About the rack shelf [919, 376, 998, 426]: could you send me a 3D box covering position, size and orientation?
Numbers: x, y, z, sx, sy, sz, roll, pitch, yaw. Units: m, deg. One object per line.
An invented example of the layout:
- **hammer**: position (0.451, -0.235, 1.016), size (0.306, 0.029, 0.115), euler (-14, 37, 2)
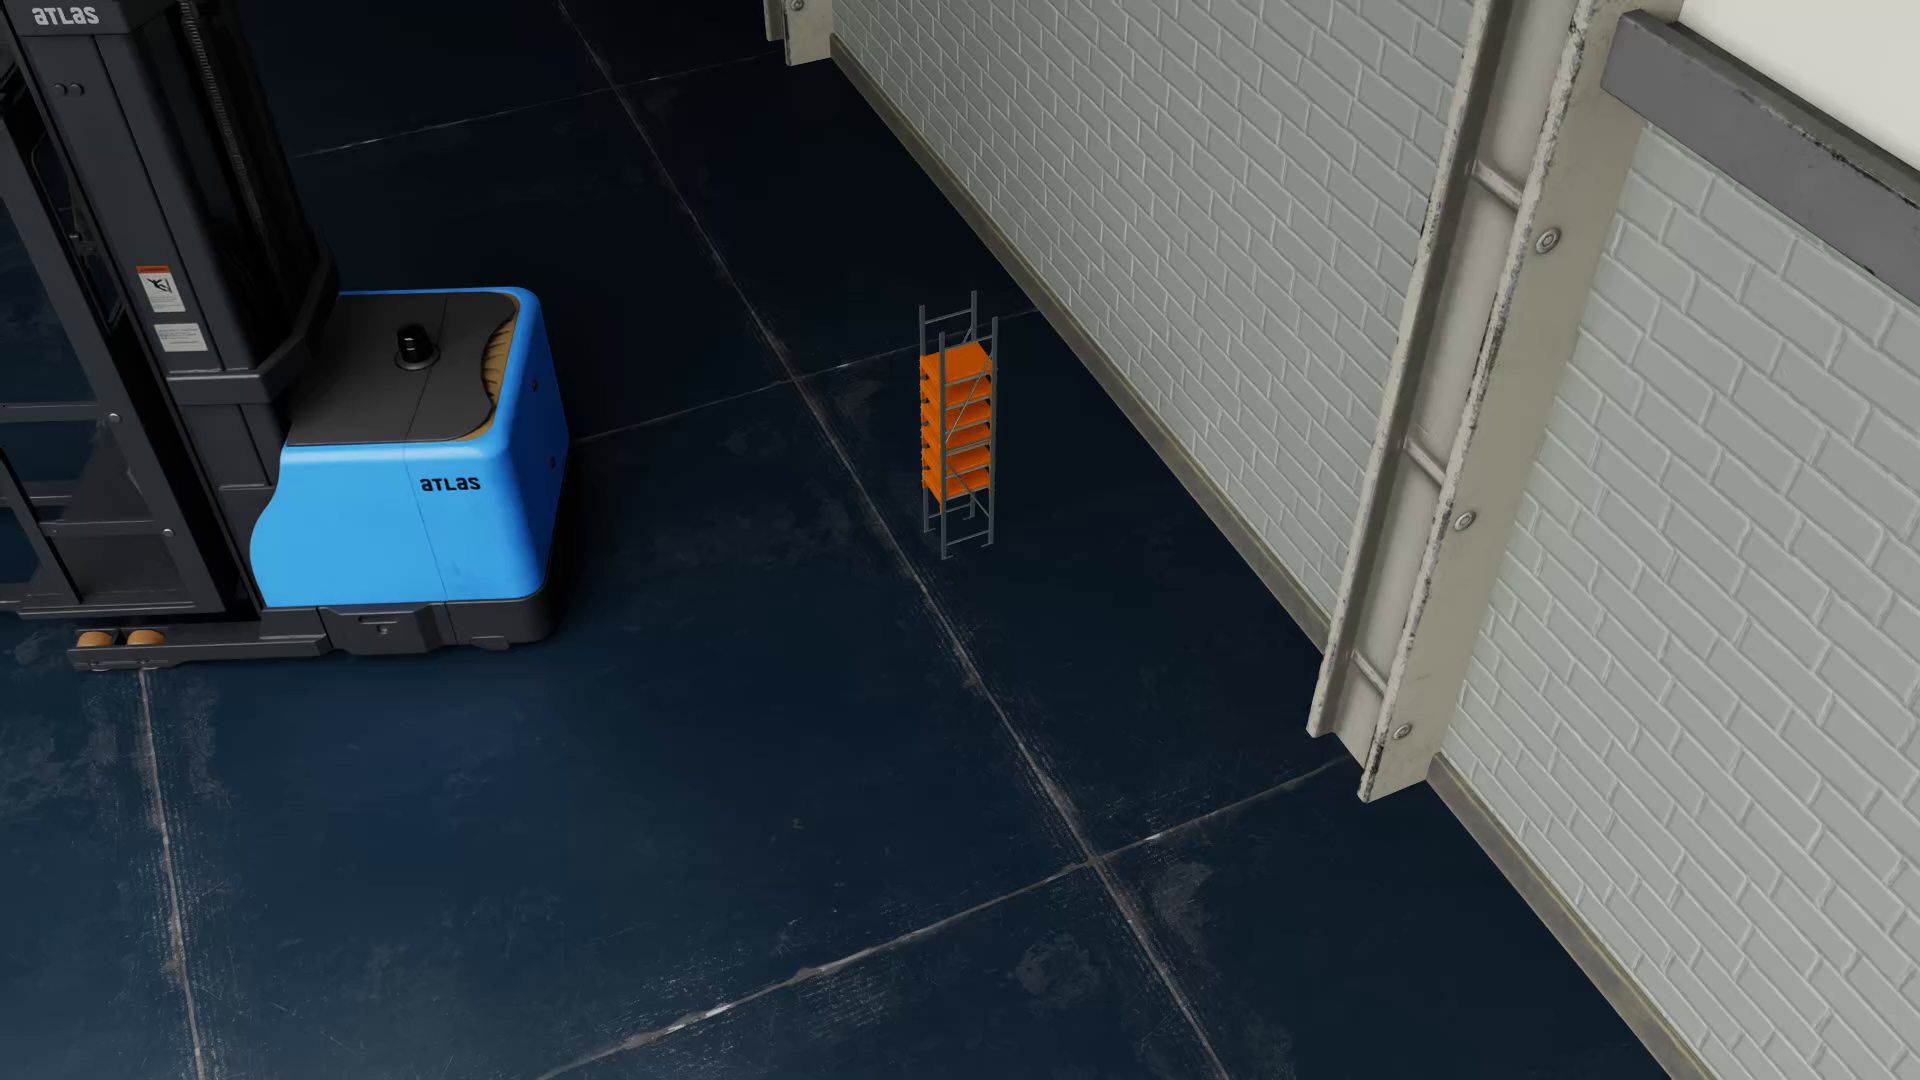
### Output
- **rack shelf**: position (-0.006, -0.576, 6.569), size (0.258, 0.103, 0.180), euler (-18, 47, -17)

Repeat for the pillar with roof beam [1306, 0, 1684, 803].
- **pillar with roof beam**: position (-2.357, -1.130, 1.858), size (9.100, 9.000, 0.400), euler (-18, 47, -17)

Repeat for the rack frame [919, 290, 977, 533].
- **rack frame**: position (-0.045, -0.495, 6.766), size (0.240, 1.200, 0.006), euler (-18, 47, -17)

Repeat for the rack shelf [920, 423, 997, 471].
- **rack shelf**: position (-0.006, -0.405, 6.738), size (0.258, 0.103, 0.180), euler (-18, 47, -17)

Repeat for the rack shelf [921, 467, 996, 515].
- **rack shelf**: position (-0.006, -0.234, 6.907), size (0.258, 0.103, 0.180), euler (-18, 47, -17)

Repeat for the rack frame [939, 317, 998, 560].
- **rack frame**: position (0.032, -0.378, 6.648), size (0.240, 1.200, 0.006), euler (-18, 47, -17)

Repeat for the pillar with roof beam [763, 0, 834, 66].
- **pillar with roof beam**: position (-4.880, -4.954, 5.733), size (9.100, 9.000, 0.400), euler (-18, 47, -17)

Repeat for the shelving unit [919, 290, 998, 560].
- **shelving unit**: position (-0.006, -0.436, 6.707), size (0.258, 1.200, 0.189), euler (-18, 47, -17)

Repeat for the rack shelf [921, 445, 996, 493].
- **rack shelf**: position (-0.006, -0.319, 6.822), size (0.258, 0.103, 0.180), euler (-18, 47, -17)

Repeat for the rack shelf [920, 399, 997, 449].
- **rack shelf**: position (-0.006, -0.490, 6.654), size (0.258, 0.103, 0.180), euler (-18, 47, -17)

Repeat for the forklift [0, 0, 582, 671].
- **forklift**: position (-3.149, -0.906, 5.950), size (3.031, 2.935, 1.130), euler (-2, 45, -2)

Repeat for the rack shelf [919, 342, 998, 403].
- **rack shelf**: position (-0.006, -0.661, 6.485), size (0.258, 0.103, 0.180), euler (-18, 47, -17)
